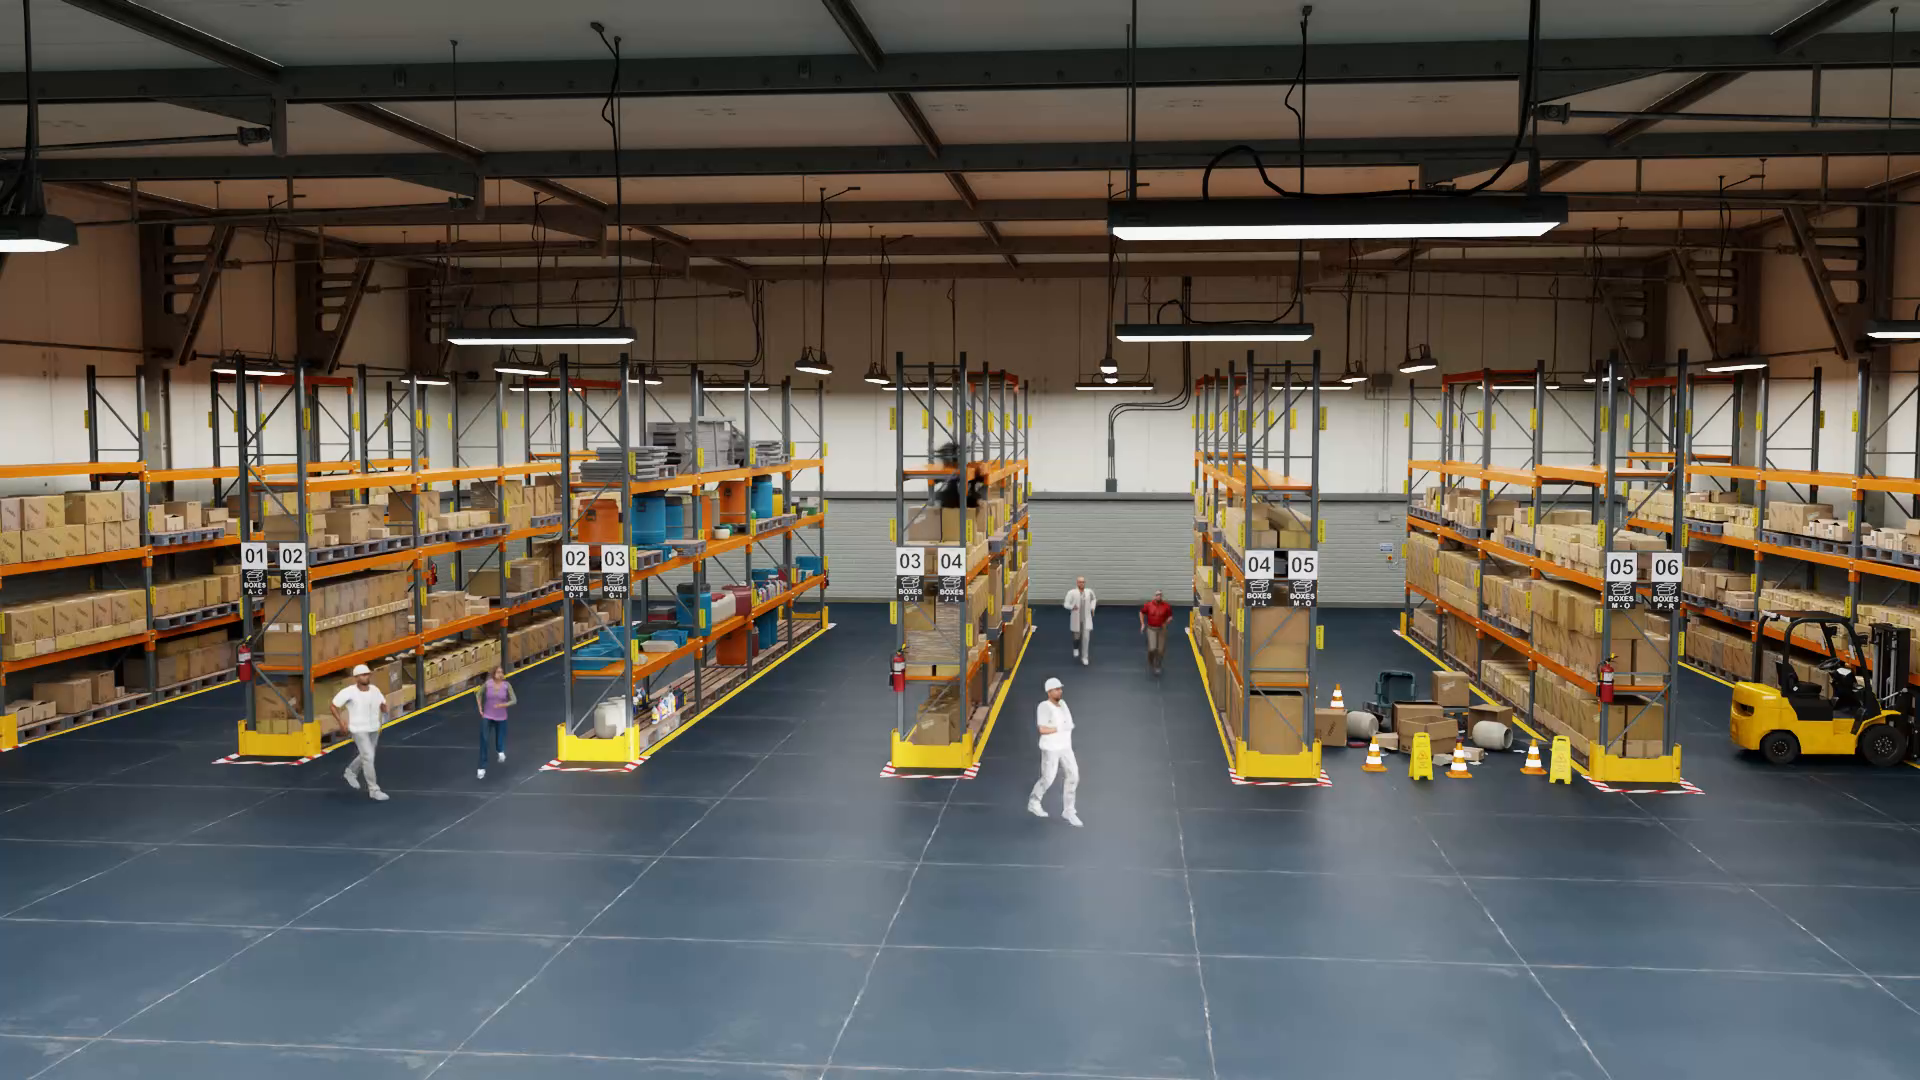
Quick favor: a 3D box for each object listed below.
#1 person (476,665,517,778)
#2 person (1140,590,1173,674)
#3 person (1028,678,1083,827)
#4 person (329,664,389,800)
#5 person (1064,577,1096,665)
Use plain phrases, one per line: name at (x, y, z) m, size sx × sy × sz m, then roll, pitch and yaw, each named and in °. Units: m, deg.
person at (-6.625, 2.559, 23.765) m, size 0.566 × 1.569 × 0.772 m, roll -1°, pitch 4°, yaw -13°
person at (3.885, 1.820, 32.781) m, size 0.638 × 1.686 × 0.723 m, roll 0°, pitch 4°, yaw -1°
person at (1.178, 2.631, 20.698) m, size 0.755 × 1.836 × 0.661 m, roll 4°, pitch 5°, yaw 42°
person at (-7.912, 2.524, 22.083) m, size 0.990 × 1.752 × 0.701 m, roll 2°, pitch 5°, yaw 30°
person at (2.505, 1.650, 34.436) m, size 0.708 × 1.768 × 1.047 m, roll 0°, pitch 4°, yaw -5°
